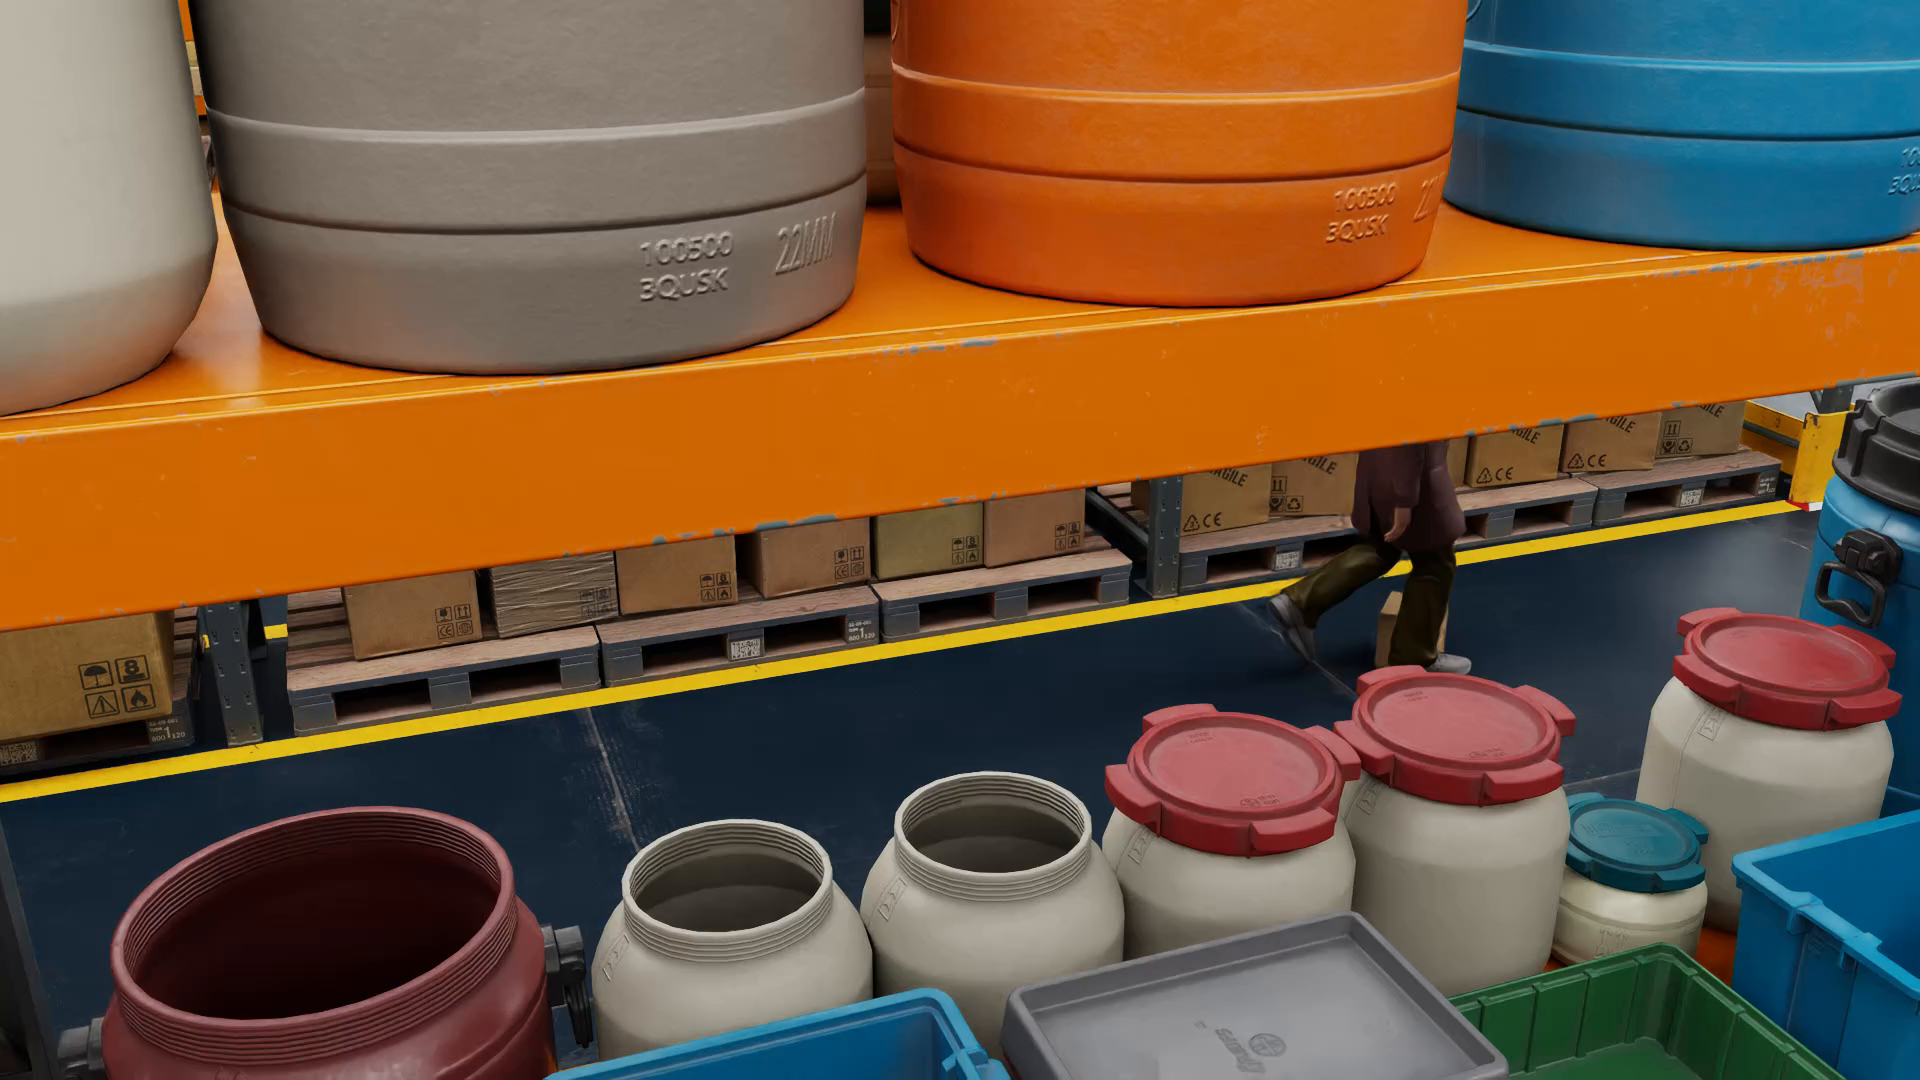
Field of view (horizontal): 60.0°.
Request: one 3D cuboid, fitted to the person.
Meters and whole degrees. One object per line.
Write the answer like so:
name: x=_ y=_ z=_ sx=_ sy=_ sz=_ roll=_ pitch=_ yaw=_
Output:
person: x=1.707 y=-0.247 z=6.658 sx=0.849 sy=1.753 sz=0.599 roll=-5 pitch=23 yaw=-13
